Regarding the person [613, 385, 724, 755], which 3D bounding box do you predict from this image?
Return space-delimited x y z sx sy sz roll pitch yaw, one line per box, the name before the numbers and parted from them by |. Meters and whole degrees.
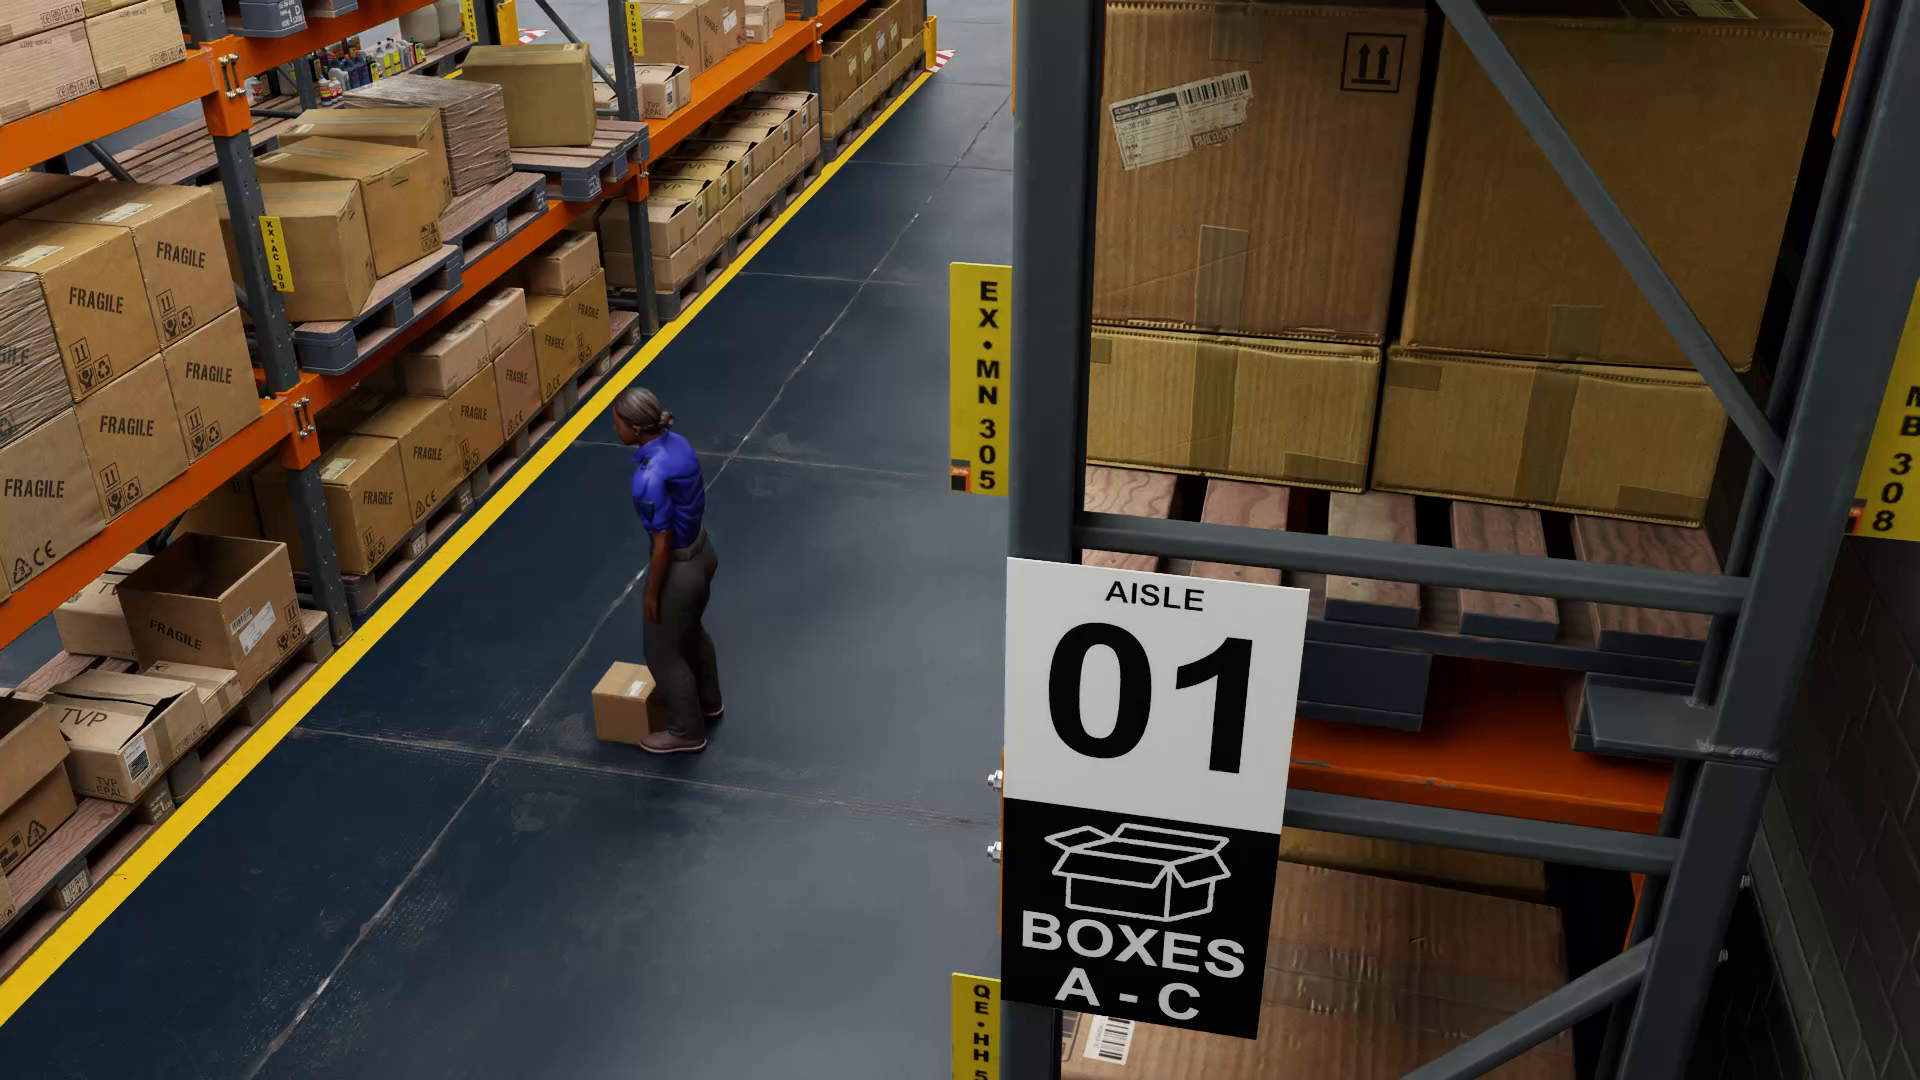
person | -1.204 0.119 6.914 0.346 1.655 0.506 6 30 11
